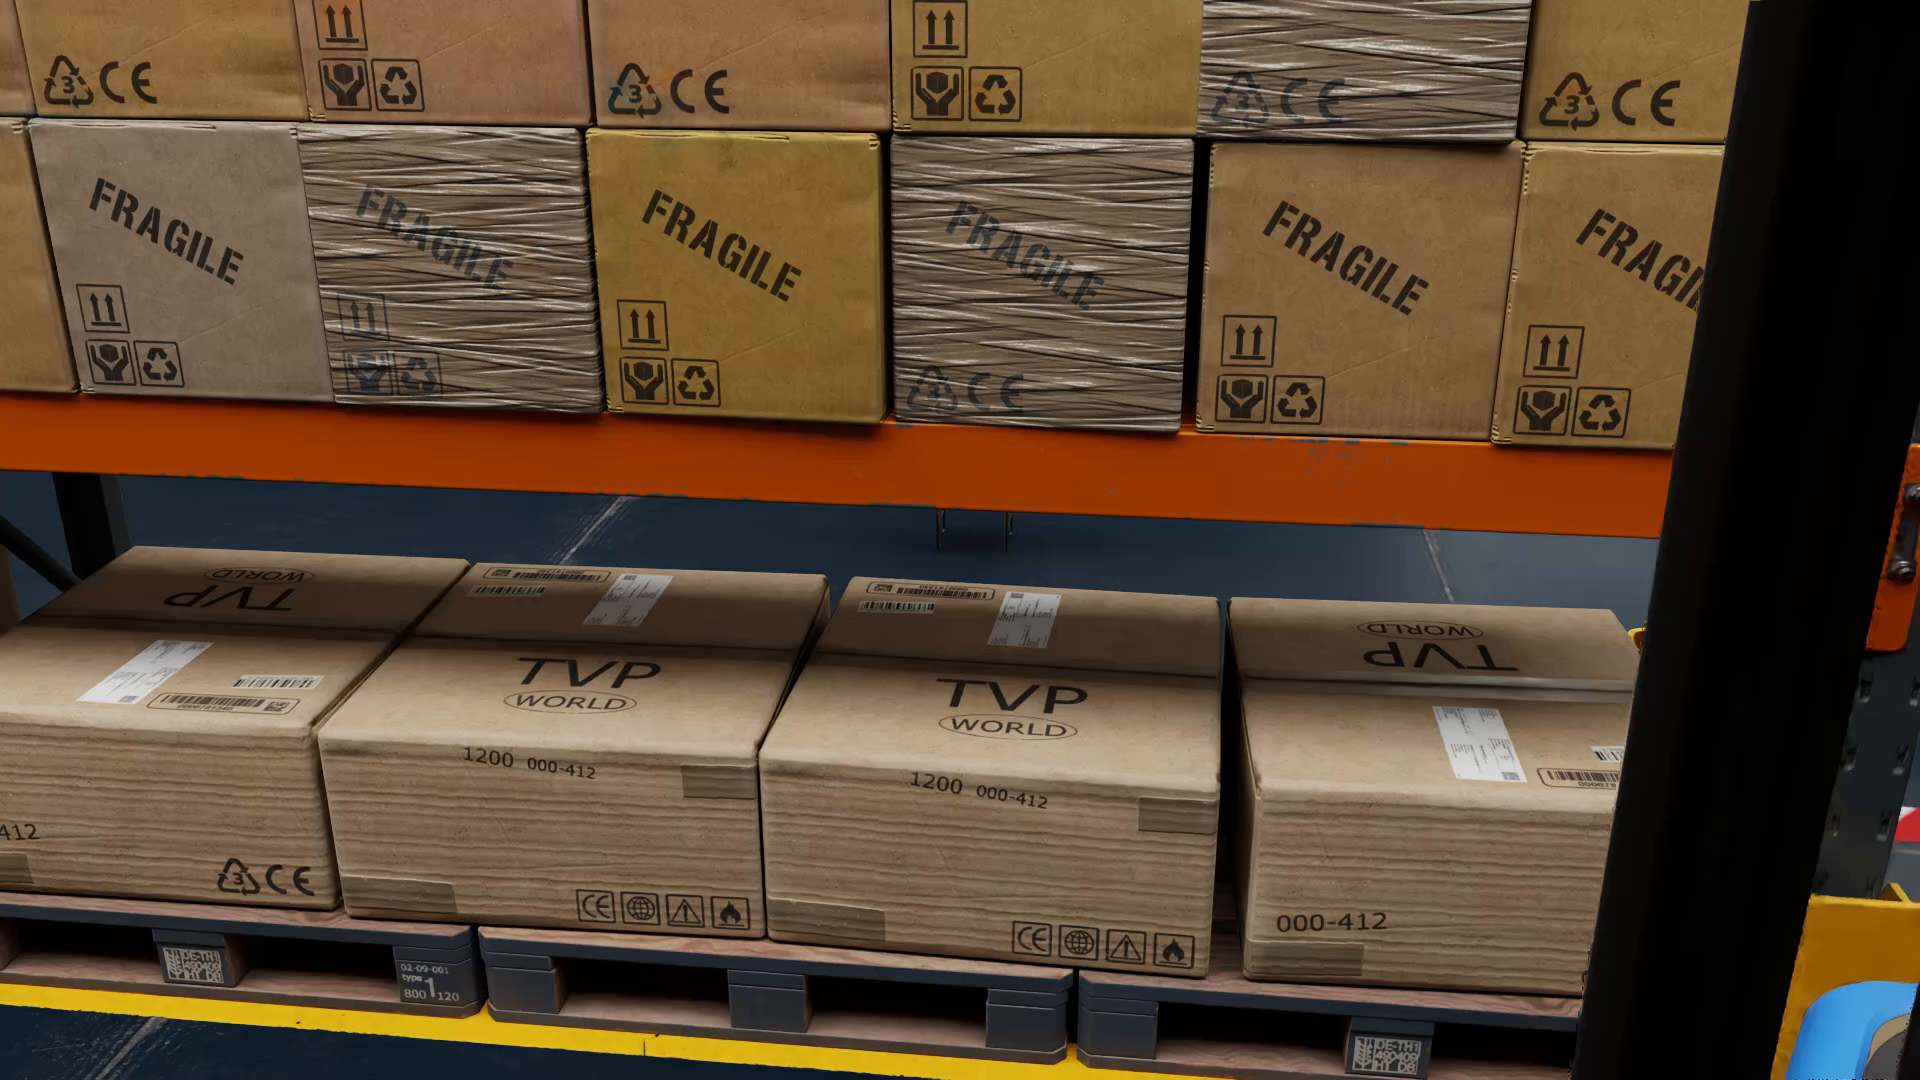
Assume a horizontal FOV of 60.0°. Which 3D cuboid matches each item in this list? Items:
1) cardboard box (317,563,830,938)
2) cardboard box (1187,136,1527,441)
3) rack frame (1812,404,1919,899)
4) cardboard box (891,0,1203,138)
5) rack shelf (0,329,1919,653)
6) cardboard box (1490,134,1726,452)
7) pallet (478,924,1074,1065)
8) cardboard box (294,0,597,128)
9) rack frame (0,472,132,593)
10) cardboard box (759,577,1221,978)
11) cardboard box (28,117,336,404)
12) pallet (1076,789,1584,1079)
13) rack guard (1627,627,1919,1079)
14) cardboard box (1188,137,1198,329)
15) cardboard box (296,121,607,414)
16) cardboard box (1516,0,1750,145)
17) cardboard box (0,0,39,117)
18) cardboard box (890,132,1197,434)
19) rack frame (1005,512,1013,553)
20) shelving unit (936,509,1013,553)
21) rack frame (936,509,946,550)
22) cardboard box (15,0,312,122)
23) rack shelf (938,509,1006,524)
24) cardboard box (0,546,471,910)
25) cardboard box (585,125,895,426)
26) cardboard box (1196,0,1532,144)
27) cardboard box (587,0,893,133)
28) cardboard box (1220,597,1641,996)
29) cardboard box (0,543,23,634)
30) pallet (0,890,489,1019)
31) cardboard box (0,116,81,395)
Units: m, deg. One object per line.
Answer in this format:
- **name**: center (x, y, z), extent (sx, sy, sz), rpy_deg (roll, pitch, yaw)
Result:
- **cardboard box**: center (-0.786, 0.428, 3.691), extent (0.875, 0.438, 0.875), rpy_deg (2, 22, 5)
- **cardboard box**: center (0.679, -0.498, 2.983), extent (0.500, 0.500, 0.500), rpy_deg (2, 22, 5)
- **rack frame**: center (1.686, -0.500, 3.124), extent (0.127, 3.000, 1.000), rpy_deg (2, 22, 6)
- **cardboard box**: center (0.166, -0.980, 2.842), extent (0.500, 0.500, 0.500), rpy_deg (2, 22, 6)
- **rack shelf**: center (-0.300, -0.252, 3.476), extent (4.000, 0.370, 1.077), rpy_deg (2, 22, 6)
- **cardboard box**: center (1.176, -0.471, 2.914), extent (0.500, 0.500, 0.500), rpy_deg (3, 22, 7)
- **pallet**: center (-0.326, 0.737, 3.788), extent (1.213, 0.211, 1.003), rpy_deg (2, 22, 6)
- **cardboard box**: center (-0.834, -1.025, 2.957), extent (0.500, 0.500, 0.500), rpy_deg (3, 22, 7)
- **rack frame**: center (-2.286, -0.673, 3.562), extent (0.127, 3.000, 1.000), rpy_deg (2, 22, 6)
- **cardboard box**: center (0.109, 0.468, 3.591), extent (0.875, 0.438, 0.875), rpy_deg (3, 22, 8)
- **cardboard box**: center (-1.352, -0.580, 3.192), extent (0.500, 0.500, 0.500), rpy_deg (3, 22, 7)
- **pallet**: center (0.883, 0.791, 3.652), extent (1.213, 0.211, 1.003), rpy_deg (2, 22, 6)
- **rack guard**: center (1.710, 0.664, 3.581), extent (0.348, 0.500, 1.175), rpy_deg (2, 22, 6)
- **cardboard box**: center (0.737, -0.684, 3.453), extent (0.500, 0.500, 0.500), rpy_deg (2, 22, 6)
- **cardboard box**: center (-0.859, -0.556, 3.131), extent (0.500, 0.500, 0.500), rpy_deg (3, 22, 7)
- **cardboard box**: center (1.179, -0.945, 2.755), extent (0.500, 0.500, 0.500), rpy_deg (3, 22, 8)
- **cardboard box**: center (-1.842, -1.075, 3.084), extent (0.500, 0.500, 0.500), rpy_deg (3, 22, 7)
- **cardboard box**: center (0.167, -0.517, 3.030), extent (0.500, 0.500, 0.500), rpy_deg (3, 22, 8)
- **rack frame**: center (0.174, -0.481, 5.728), extent (0.008, 1.050, 0.200), rpy_deg (2, 22, 6)
- **shelving unit**: center (0.053, -0.486, 5.741), extent (0.252, 1.050, 0.215), rpy_deg (2, 22, 6)
- **rack frame**: center (-0.068, -0.491, 5.754), extent (0.008, 1.050, 0.200), rpy_deg (2, 22, 6)
- **cardboard box**: center (-1.341, -1.051, 3.023), extent (0.500, 0.500, 0.500), rpy_deg (2, 22, 6)
- **rack shelf**: center (0.053, -0.218, 5.847), extent (0.240, 0.259, 0.215), rpy_deg (2, 22, 6)
- **cardboard box**: center (-1.676, 0.390, 3.788), extent (0.875, 0.438, 0.875), rpy_deg (2, 22, 6)
- **cardboard box**: center (-0.347, -0.534, 3.075), extent (0.500, 0.500, 0.500), rpy_deg (3, 22, 8)
- **cardboard box**: center (0.657, -0.957, 2.785), extent (0.500, 0.500, 0.500), rpy_deg (3, 22, 6)
- **cardboard box**: center (-0.333, -1.002, 2.899), extent (0.500, 0.500, 0.500), rpy_deg (2, 22, 6)
- **cardboard box**: center (1.019, 0.504, 3.498), extent (0.875, 0.438, 0.875), rpy_deg (2, 22, 4)
- **cardboard box**: center (-2.912, 0.122, 3.870), extent (0.875, 0.875, 0.875), rpy_deg (3, 22, 8)
- **pallet**: center (-1.541, 0.685, 3.919), extent (1.213, 0.211, 1.003), rpy_deg (2, 22, 6)
- **cardboard box**: center (-1.851, -0.604, 3.251), extent (0.500, 0.500, 0.500), rpy_deg (3, 22, 8)
